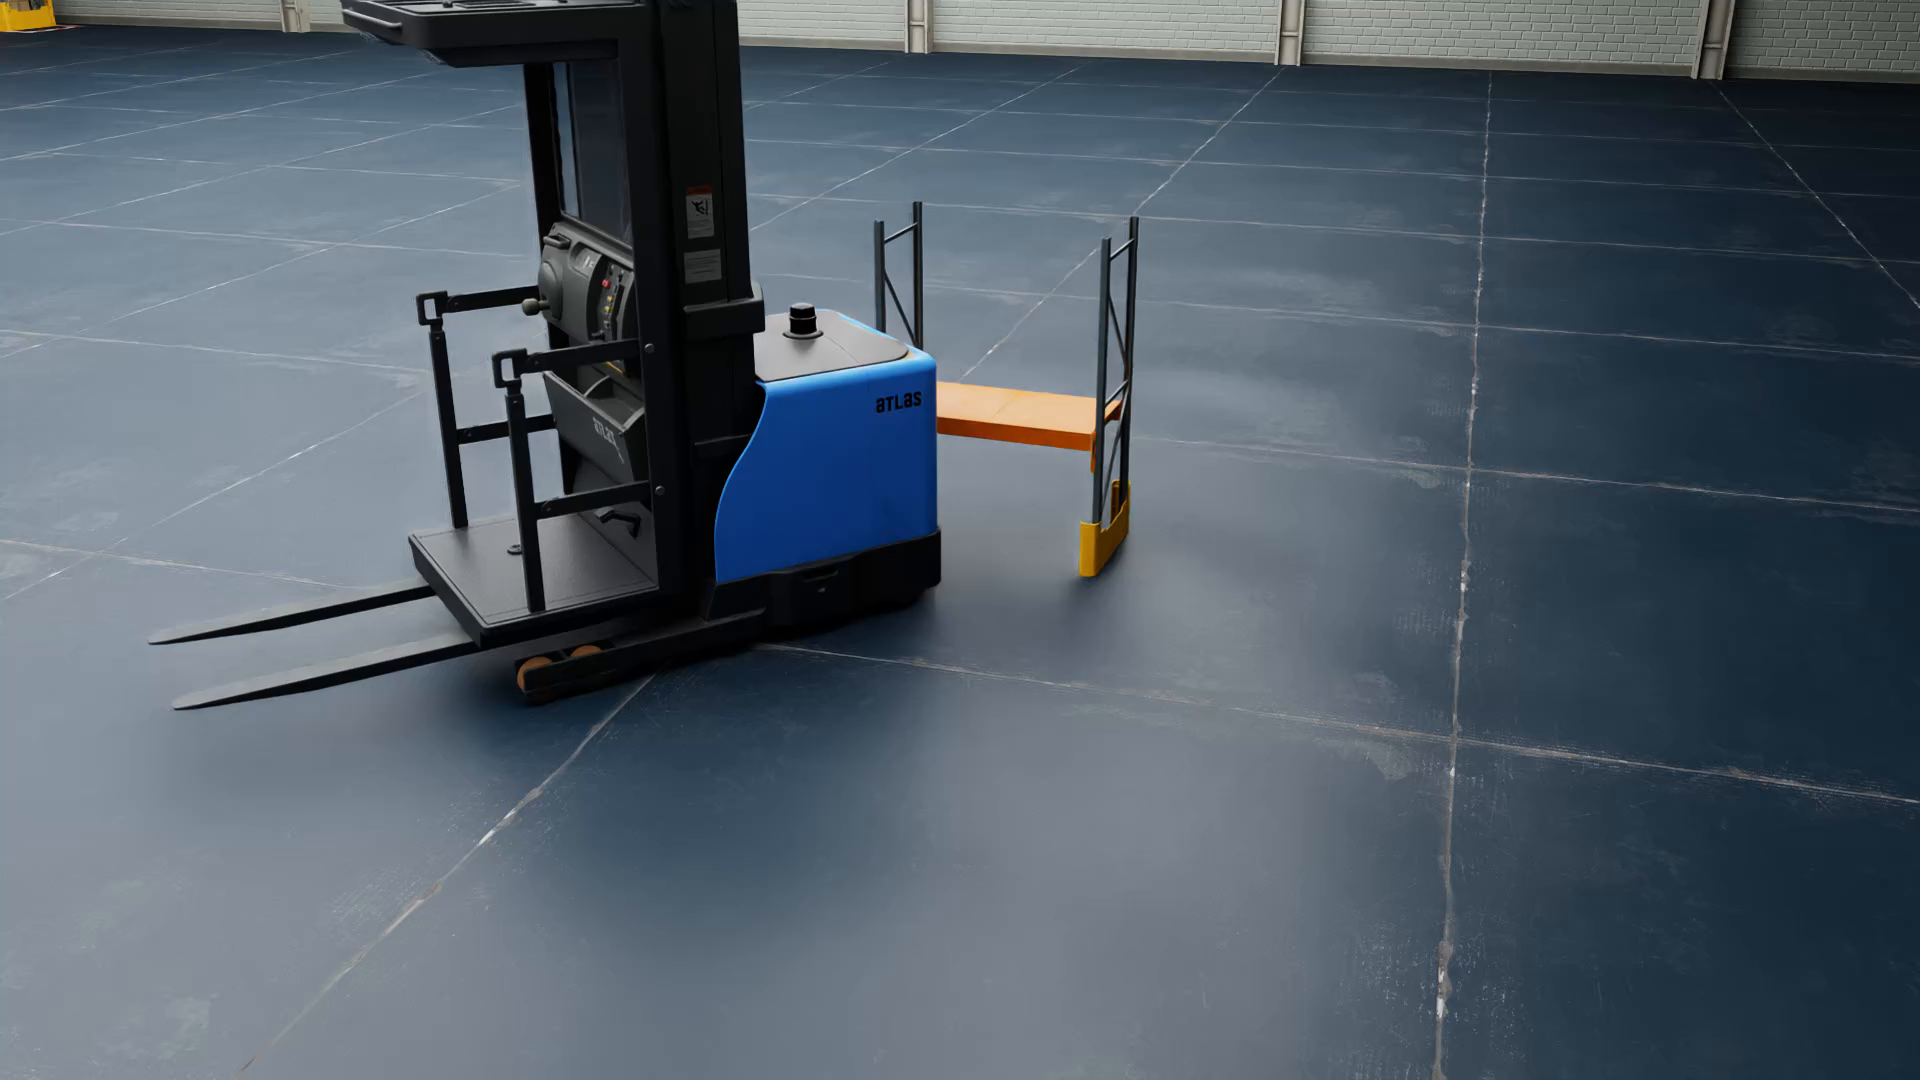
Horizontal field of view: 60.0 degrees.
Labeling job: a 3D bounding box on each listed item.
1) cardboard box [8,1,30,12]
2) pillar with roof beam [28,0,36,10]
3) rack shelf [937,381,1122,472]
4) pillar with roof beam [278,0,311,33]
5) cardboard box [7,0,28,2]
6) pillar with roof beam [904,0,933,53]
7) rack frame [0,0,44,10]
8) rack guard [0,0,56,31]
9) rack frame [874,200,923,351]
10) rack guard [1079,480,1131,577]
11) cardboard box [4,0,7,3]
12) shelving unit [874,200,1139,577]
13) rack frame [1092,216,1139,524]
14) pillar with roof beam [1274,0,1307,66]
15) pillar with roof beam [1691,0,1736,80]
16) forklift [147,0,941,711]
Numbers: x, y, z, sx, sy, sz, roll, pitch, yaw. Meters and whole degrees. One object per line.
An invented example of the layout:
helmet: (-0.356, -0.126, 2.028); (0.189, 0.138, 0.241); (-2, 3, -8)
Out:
cardboard box: (-17.911, -10.017, 31.308); (0.500, 0.250, 0.500); (7, 23, 16)
pillar with roof beam: (-19.147, -12.585, 26.594); (0.400, 9.000, 9.100); (7, 23, 16)
rack shelf: (0.205, -0.535, 7.572); (1.000, 0.185, 0.538); (8, 24, 19)
pillar with roof beam: (-13.403, -11.928, 24.991); (0.400, 9.000, 9.100); (7, 23, 16)
cardboard box: (-17.888, -10.251, 31.218); (0.500, 0.250, 0.500); (7, 23, 16)
pillar with roof beam: (-1.914, -10.612, 21.784); (0.400, 9.000, 9.100); (7, 23, 16)
rack frame: (-17.497, -10.970, 30.561); (0.127, 3.000, 1.000); (7, 23, 16)
rack guard: (-17.474, -9.811, 31.029); (0.348, 0.500, 1.175); (7, 23, 16)
rack frame: (-0.273, -0.768, 7.665); (0.032, 1.500, 0.500); (8, 24, 19)
rack guard: (0.664, -0.059, 7.585); (0.087, 0.250, 0.587); (8, 24, 19)
cardboard box: (-18.054, -10.063, 30.762); (0.500, 0.250, 0.500); (6, 23, 15)
shelving unit: (0.196, -0.703, 7.507); (1.083, 1.500, 0.587); (8, 24, 19)
rack frame: (0.682, -0.635, 7.342); (0.032, 1.500, 0.500); (8, 24, 19)
pillar with roof beam: (3.830, -9.954, 20.180); (0.400, 9.000, 9.100); (7, 23, 16)
pillar with roof beam: (9.574, -9.297, 18.577); (0.400, 9.000, 9.100); (7, 23, 16)
forklift: (-1.606, -0.973, 6.280); (3.031, 2.935, 1.130); (-13, 26, -29)
